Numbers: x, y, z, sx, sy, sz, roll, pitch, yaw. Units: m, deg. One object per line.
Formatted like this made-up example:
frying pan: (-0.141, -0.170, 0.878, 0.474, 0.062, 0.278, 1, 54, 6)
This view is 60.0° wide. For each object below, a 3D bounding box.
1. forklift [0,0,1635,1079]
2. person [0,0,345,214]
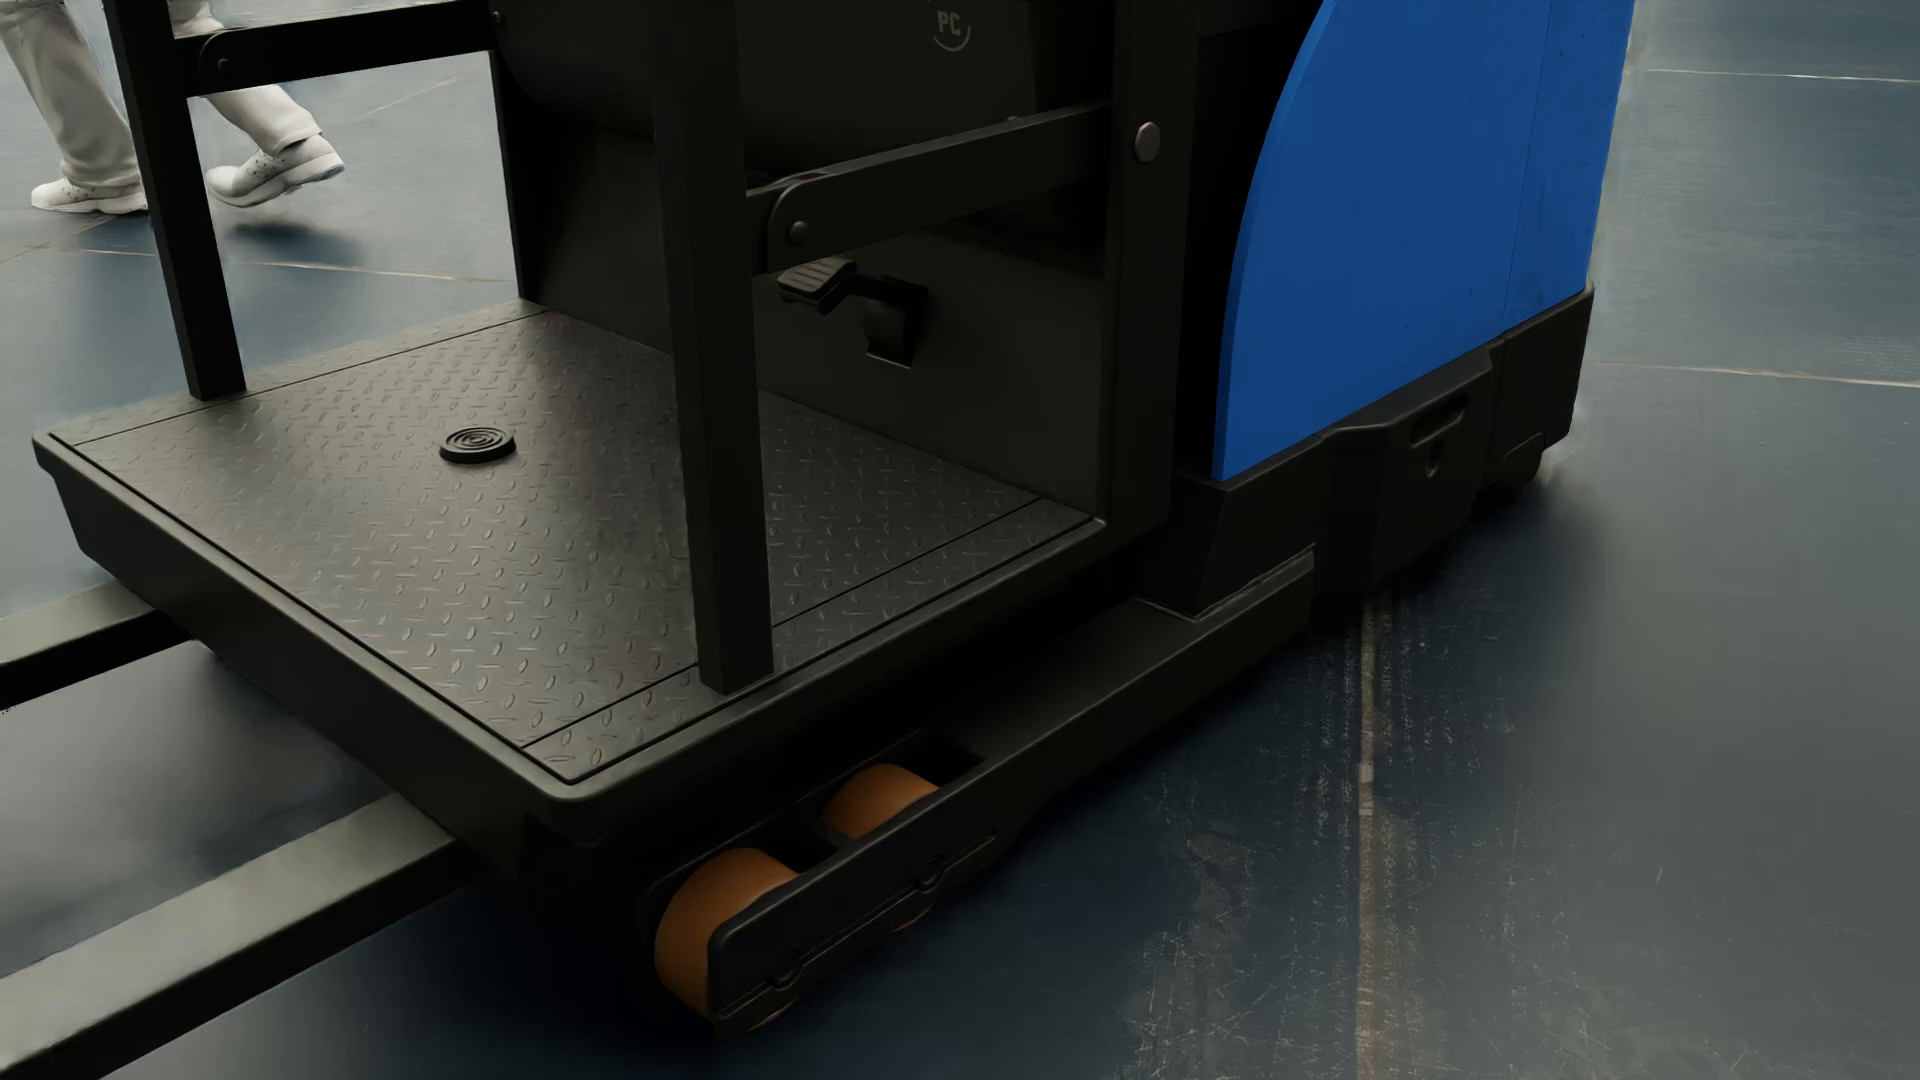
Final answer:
forklift: (-0.378, -1.105, 1.436, 1.130, 2.935, 3.031, 23, 35, 37)
person: (-1.901, -1.518, 3.671, 0.936, 1.692, 0.635, 10, 28, 18)
